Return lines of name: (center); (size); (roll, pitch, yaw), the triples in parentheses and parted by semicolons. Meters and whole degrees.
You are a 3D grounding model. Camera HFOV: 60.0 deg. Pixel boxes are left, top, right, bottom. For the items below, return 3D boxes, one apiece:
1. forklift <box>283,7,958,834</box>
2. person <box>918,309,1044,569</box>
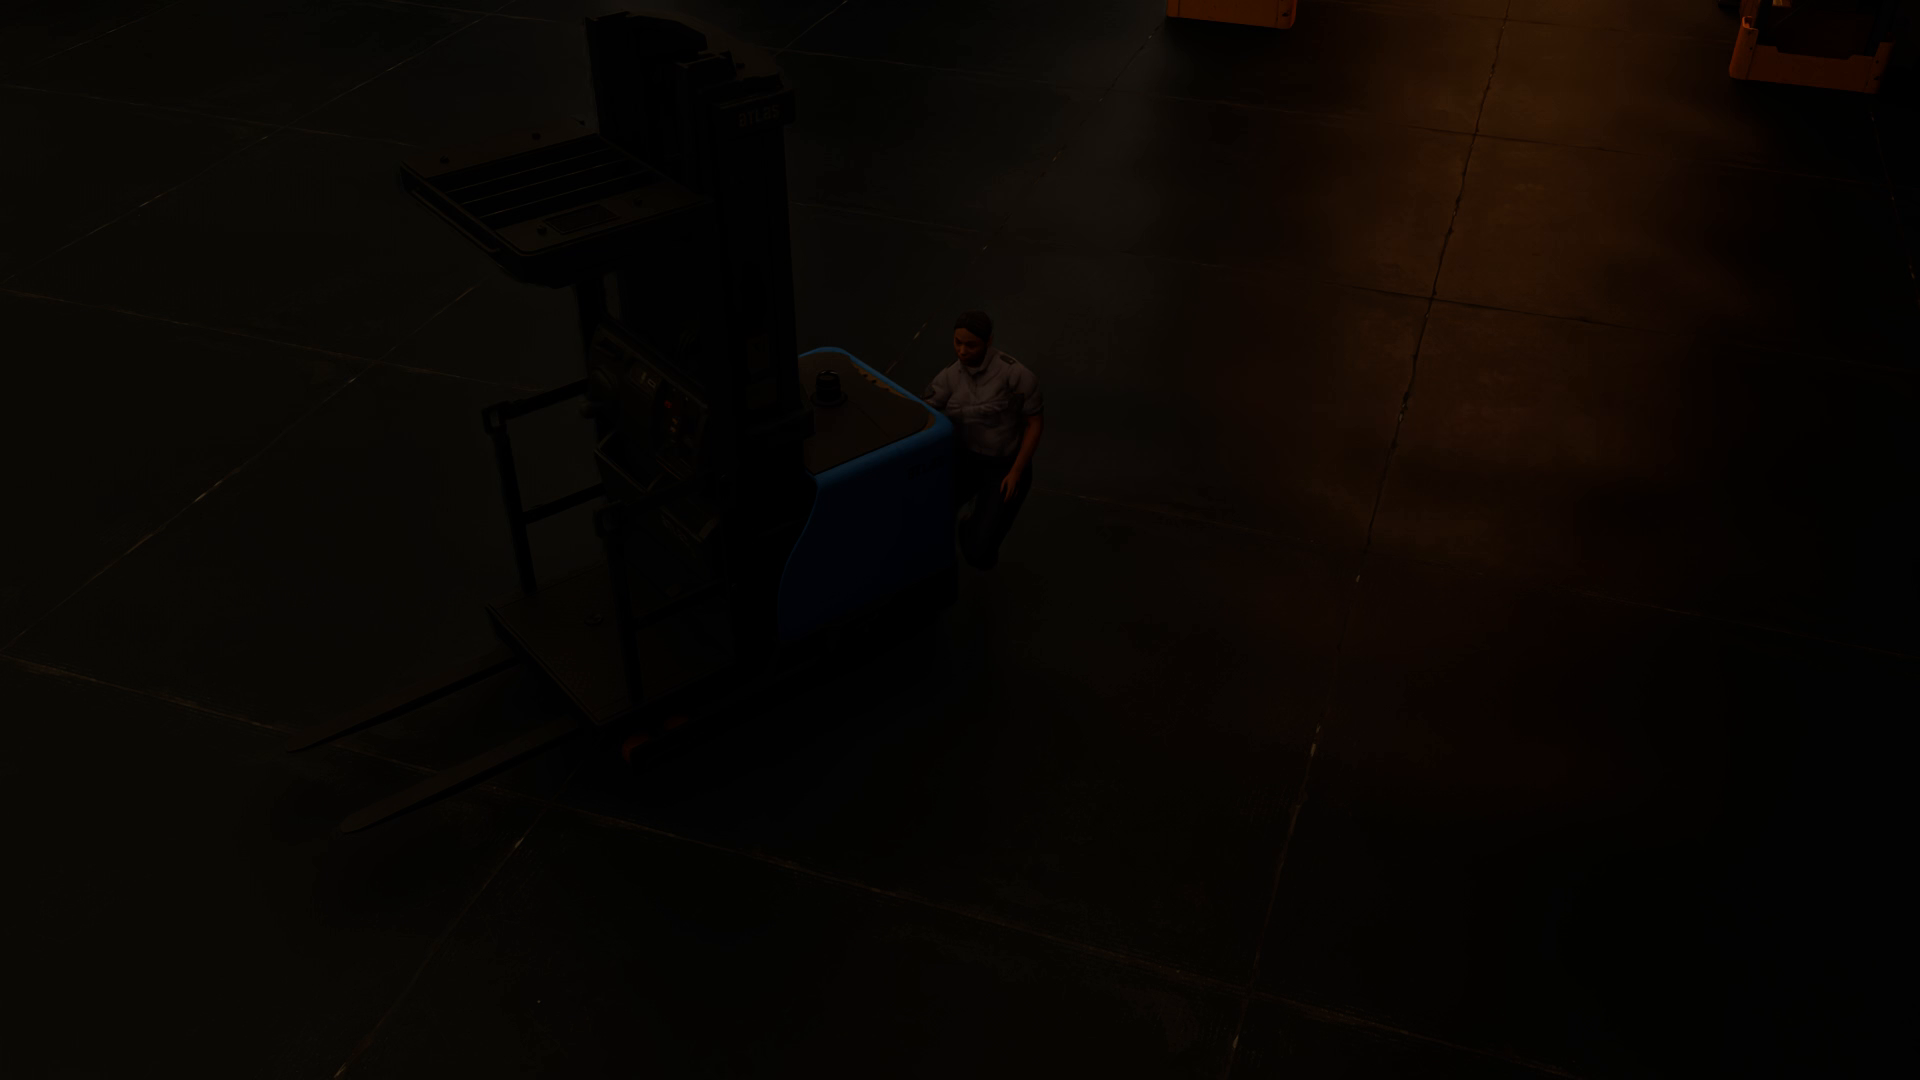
forklift: (-1.476, -0.542, 6.876); (3.031, 2.935, 1.130); (-25, 42, -31)
person: (-0.062, -0.318, 7.774); (0.741, 1.536, 0.661); (23, 41, 29)
